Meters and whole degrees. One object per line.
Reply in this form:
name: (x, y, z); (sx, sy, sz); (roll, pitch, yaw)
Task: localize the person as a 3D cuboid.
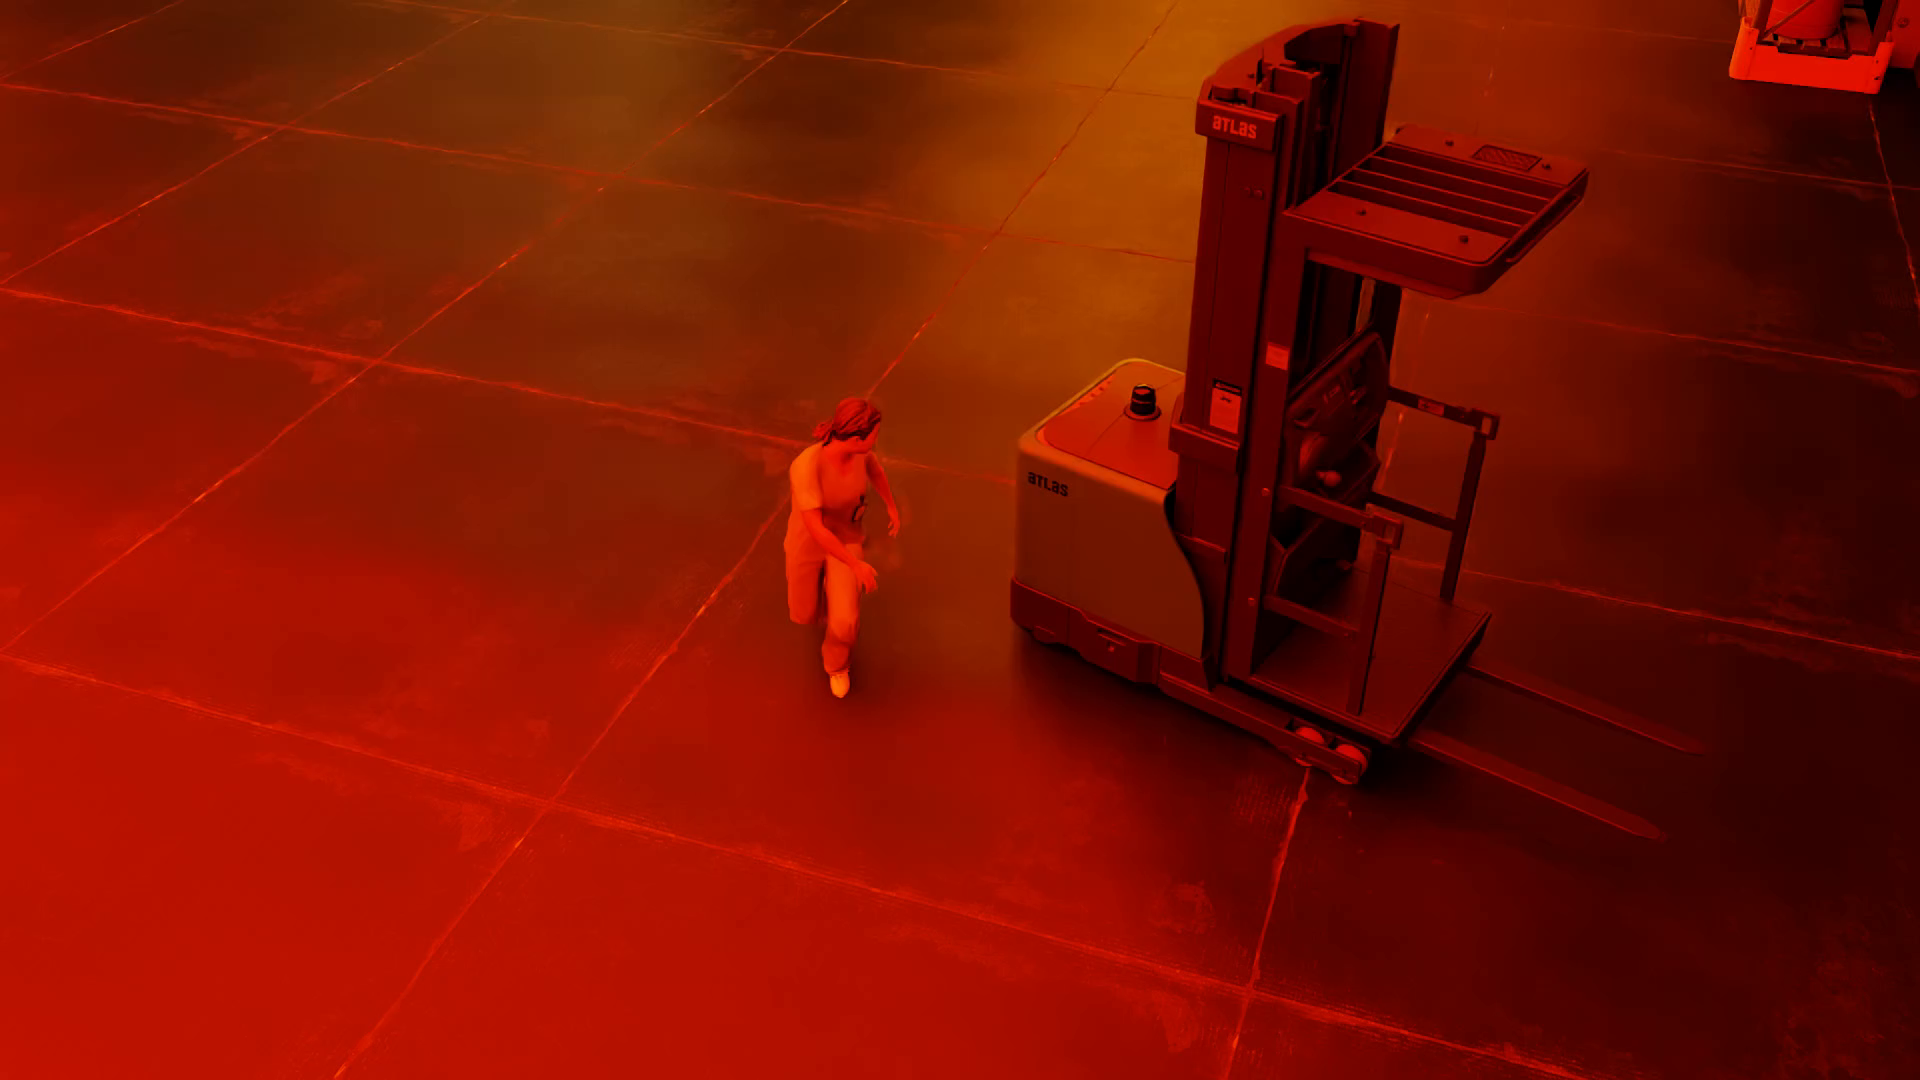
person: (-0.520, -0.045, 7.497); (0.562, 1.456, 0.838); (-7, 36, -10)

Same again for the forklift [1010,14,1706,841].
forklift: (1.731, -0.496, 6.811); (3.031, 2.935, 1.130); (23, 41, 29)
